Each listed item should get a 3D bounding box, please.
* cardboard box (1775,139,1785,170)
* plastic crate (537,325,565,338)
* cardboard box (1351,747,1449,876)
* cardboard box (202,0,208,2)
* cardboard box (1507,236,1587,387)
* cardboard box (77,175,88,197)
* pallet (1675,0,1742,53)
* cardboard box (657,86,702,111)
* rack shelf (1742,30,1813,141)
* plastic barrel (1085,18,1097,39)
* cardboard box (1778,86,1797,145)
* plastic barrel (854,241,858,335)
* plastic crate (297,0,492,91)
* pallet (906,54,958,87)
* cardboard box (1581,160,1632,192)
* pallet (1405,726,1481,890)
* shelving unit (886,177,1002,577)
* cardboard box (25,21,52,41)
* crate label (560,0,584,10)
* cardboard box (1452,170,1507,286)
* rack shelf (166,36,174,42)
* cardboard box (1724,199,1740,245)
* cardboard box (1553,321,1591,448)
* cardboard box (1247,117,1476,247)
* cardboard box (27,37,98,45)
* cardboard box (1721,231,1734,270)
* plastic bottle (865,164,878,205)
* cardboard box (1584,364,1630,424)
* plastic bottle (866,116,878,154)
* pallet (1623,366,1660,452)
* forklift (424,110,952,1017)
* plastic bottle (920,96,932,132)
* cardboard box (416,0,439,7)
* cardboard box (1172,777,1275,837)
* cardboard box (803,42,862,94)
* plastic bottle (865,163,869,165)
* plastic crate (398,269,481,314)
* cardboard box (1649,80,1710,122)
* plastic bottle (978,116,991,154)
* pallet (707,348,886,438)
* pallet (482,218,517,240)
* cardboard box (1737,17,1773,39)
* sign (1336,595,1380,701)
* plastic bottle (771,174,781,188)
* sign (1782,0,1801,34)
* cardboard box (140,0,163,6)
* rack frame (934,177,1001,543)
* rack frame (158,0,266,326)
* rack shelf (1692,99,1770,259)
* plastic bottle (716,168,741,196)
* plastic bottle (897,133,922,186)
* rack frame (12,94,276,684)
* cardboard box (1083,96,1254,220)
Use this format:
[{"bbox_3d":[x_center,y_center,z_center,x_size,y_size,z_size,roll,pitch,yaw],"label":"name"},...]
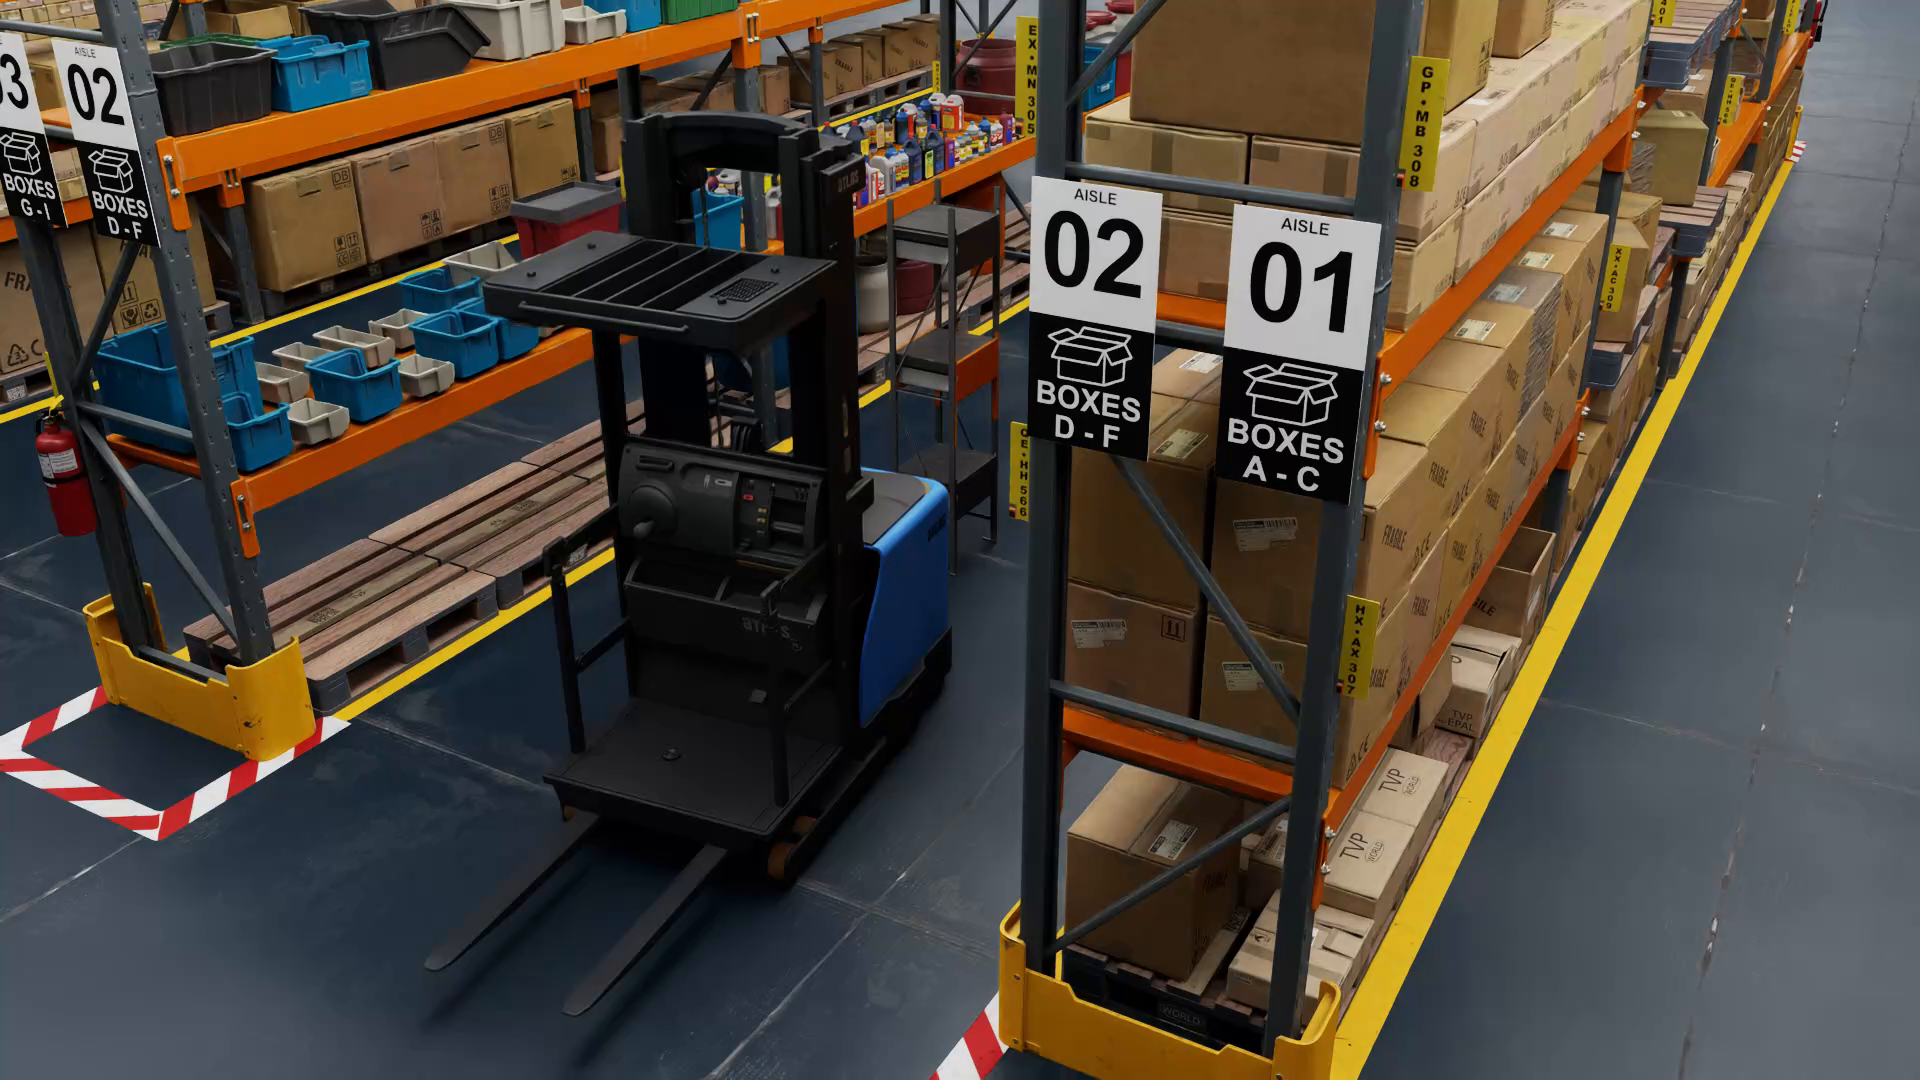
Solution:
[{"bbox_3d":[8.058,-3.946,16.884,0.500,0.250,0.500,14,30,26],"label":"cardboard box"},{"bbox_3d":[-2.264,-1.234,9.092,0.293,0.136,0.466,14,30,26],"label":"plastic crate"},{"bbox_3d":[1.680,1.075,6.832,0.500,0.250,0.500,14,30,26],"label":"cardboard box"},{"bbox_3d":[-8.125,-5.633,17.464,0.380,0.149,0.250,15,30,27],"label":"cardboard box"},{"bbox_3d":[2.368,-1.015,7.199,0.500,0.500,0.500,14,30,25],"label":"cardboard box"},{"bbox_3d":[-6.226,-2.557,11.787,0.380,0.149,0.250,15,30,27],"label":"cardboard box"},{"bbox_3d":[3.531,-2.879,9.009,1.213,0.211,1.003,14,30,26],"label":"pallet"},{"bbox_3d":[-3.167,-4.506,17.701,0.700,0.500,0.500,17,31,30],"label":"cardboard box"},{"bbox_3d":[7.561,-4.553,16.299,1.077,0.370,4.000,14,30,26],"label":"rack shelf"},{"bbox_3d":[1.031,-4.469,15.176,0.433,0.535,0.433,0,27,0],"label":"plastic barrel"},{"bbox_3d":[8.061,-4.281,16.715,0.500,0.500,0.500,14,30,26],"label":"cardboard box"},{"bbox_3d":[-1.039,-1.804,11.877,0.600,0.901,0.708,14,30,26],"label":"plastic barrel"},{"bbox_3d":[-2.646,-2.360,7.831,0.504,0.338,0.767,14,30,26],"label":"plastic crate"},{"bbox_3d":[-0.546,-6.252,22.004,1.003,0.211,1.213,14,30,26],"label":"pallet"},{"bbox_3d":[3.457,-1.912,9.639,0.700,0.500,0.500,7,27,13],"label":"cardboard box"},{"bbox_3d":[1.703,1.014,7.489,1.003,0.211,1.213,14,30,26],"label":"pallet"},{"bbox_3d":[-0.081,-0.874,9.151,0.431,2.100,0.503,14,30,26],"label":"shelving unit"},{"bbox_3d":[-9.018,-4.930,16.059,0.380,0.149,0.250,14,30,25],"label":"cardboard box"},{"bbox_3d":[-2.162,-3.166,9.668,0.293,0.136,0.466,14,30,26],"label":"crate label"},{"bbox_3d":[1.405,-1.029,5.272,0.500,0.250,0.500,14,30,26],"label":"cardboard box"},{"bbox_3d":[-9.266,-4.750,16.692,1.077,0.370,4.000,14,30,26],"label":"rack shelf"},{"bbox_3d":[6.129,-2.686,13.740,0.500,0.311,0.500,14,30,26],"label":"cardboard box"},{"bbox_3d":[2.619,-0.771,7.828,0.500,0.500,0.500,15,30,27],"label":"cardboard box"},{"bbox_3d":[1.153,-1.060,4.774,0.500,0.250,0.500,14,30,26],"label":"cardboard box"},{"bbox_3d":[-6.440,-3.432,12.252,0.500,0.500,0.500,14,30,26],"label":"cardboard box"},{"bbox_3d":[6.124,-2.432,13.860,0.500,0.250,0.500,15,30,27],"label":"cardboard box"},{"bbox_3d":[-0.654,-2.472,11.476,0.152,0.276,0.135,14,30,26],"label":"plastic bottle"},{"bbox_3d":[3.583,-0.917,9.694,0.500,0.250,0.500,14,30,26],"label":"cardboard box"},{"bbox_3d":[-0.684,-3.113,12.761,0.097,0.271,0.097,0,27,0],"label":"plastic bottle"},{"bbox_3d":[4.209,-1.007,11.526,1.003,0.211,1.213,14,30,26],"label":"pallet"},{"bbox_3d":[-1.079,-0.107,6.690,1.130,2.935,3.031,11,29,20],"label":"forklift"},{"bbox_3d":[-0.277,-3.435,13.404,0.097,0.271,0.097,0,27,0],"label":"plastic bottle"},{"bbox_3d":[-4.711,-4.678,14.512,0.797,0.503,0.637,15,30,27],"label":"cardboard box"},{"bbox_3d":[1.220,0.984,7.013,0.500,0.250,0.500,14,30,26],"label":"cardboard box"},{"bbox_3d":[-1.539,-5.720,20.150,0.500,0.500,0.500,-22,34,-37],"label":"cardboard box"},{"bbox_3d":[-0.658,-2.549,11.713,0.097,0.201,0.097,0,27,0],"label":"plastic bottle"},{"bbox_3d":[-2.850,-1.320,9.156,0.416,0.233,0.300,14,30,26],"label":"plastic crate"},{"bbox_3d":[5.420,-3.239,12.758,0.500,0.500,0.500,13,29,23],"label":"cardboard box"},{"bbox_3d":[0.189,-3.113,12.762,0.097,0.271,0.097,0,27,0],"label":"plastic bottle"},{"bbox_3d":[-1.254,-1.115,11.741,1.003,0.211,1.213,14,30,26],"label":"pallet"},{"bbox_3d":[-4.467,-3.182,15.871,1.003,0.211,1.213,14,30,26],"label":"pallet"},{"bbox_3d":[6.878,-4.492,14.537,0.380,0.149,0.250,14,30,26],"label":"cardboard box"},{"bbox_3d":[1.146,0.313,4.806,0.100,0.325,0.005,14,30,26],"label":"sign"},{"bbox_3d":[-1.286,-2.519,11.485,0.144,0.351,0.185,14,30,26],"label":"plastic bottle"},{"bbox_3d":[7.054,-4.462,14.108,0.100,0.325,0.005,14,30,26],"label":"sign"},{"bbox_3d":[-8.386,-5.559,16.984,0.380,0.149,0.250,15,30,27],"label":"cardboard box"},{"bbox_3d":[0.039,-0.970,9.341,0.400,2.100,0.015,14,30,26],"label":"rack frame"},{"bbox_3d":[-5.982,-3.161,12.713,1.000,3.000,0.127,14,30,26],"label":"rack frame"},{"bbox_3d":[5.593,-2.994,13.185,1.077,0.370,4.000,14,30,26],"label":"rack shelf"},{"bbox_3d":[-1.577,-2.382,11.296,0.152,0.276,0.135,14,30,26],"label":"plastic bottle"},{"bbox_3d":[-0.363,-2.733,11.914,0.144,0.351,0.185,14,30,26],"label":"plastic bottle"},{"bbox_3d":[-3.637,-0.511,7.420,1.000,3.000,0.127,14,30,26],"label":"rack frame"},{"bbox_3d":[0.704,-1.173,5.001,0.500,0.250,0.500,14,30,26],"label":"cardboard box"}]
